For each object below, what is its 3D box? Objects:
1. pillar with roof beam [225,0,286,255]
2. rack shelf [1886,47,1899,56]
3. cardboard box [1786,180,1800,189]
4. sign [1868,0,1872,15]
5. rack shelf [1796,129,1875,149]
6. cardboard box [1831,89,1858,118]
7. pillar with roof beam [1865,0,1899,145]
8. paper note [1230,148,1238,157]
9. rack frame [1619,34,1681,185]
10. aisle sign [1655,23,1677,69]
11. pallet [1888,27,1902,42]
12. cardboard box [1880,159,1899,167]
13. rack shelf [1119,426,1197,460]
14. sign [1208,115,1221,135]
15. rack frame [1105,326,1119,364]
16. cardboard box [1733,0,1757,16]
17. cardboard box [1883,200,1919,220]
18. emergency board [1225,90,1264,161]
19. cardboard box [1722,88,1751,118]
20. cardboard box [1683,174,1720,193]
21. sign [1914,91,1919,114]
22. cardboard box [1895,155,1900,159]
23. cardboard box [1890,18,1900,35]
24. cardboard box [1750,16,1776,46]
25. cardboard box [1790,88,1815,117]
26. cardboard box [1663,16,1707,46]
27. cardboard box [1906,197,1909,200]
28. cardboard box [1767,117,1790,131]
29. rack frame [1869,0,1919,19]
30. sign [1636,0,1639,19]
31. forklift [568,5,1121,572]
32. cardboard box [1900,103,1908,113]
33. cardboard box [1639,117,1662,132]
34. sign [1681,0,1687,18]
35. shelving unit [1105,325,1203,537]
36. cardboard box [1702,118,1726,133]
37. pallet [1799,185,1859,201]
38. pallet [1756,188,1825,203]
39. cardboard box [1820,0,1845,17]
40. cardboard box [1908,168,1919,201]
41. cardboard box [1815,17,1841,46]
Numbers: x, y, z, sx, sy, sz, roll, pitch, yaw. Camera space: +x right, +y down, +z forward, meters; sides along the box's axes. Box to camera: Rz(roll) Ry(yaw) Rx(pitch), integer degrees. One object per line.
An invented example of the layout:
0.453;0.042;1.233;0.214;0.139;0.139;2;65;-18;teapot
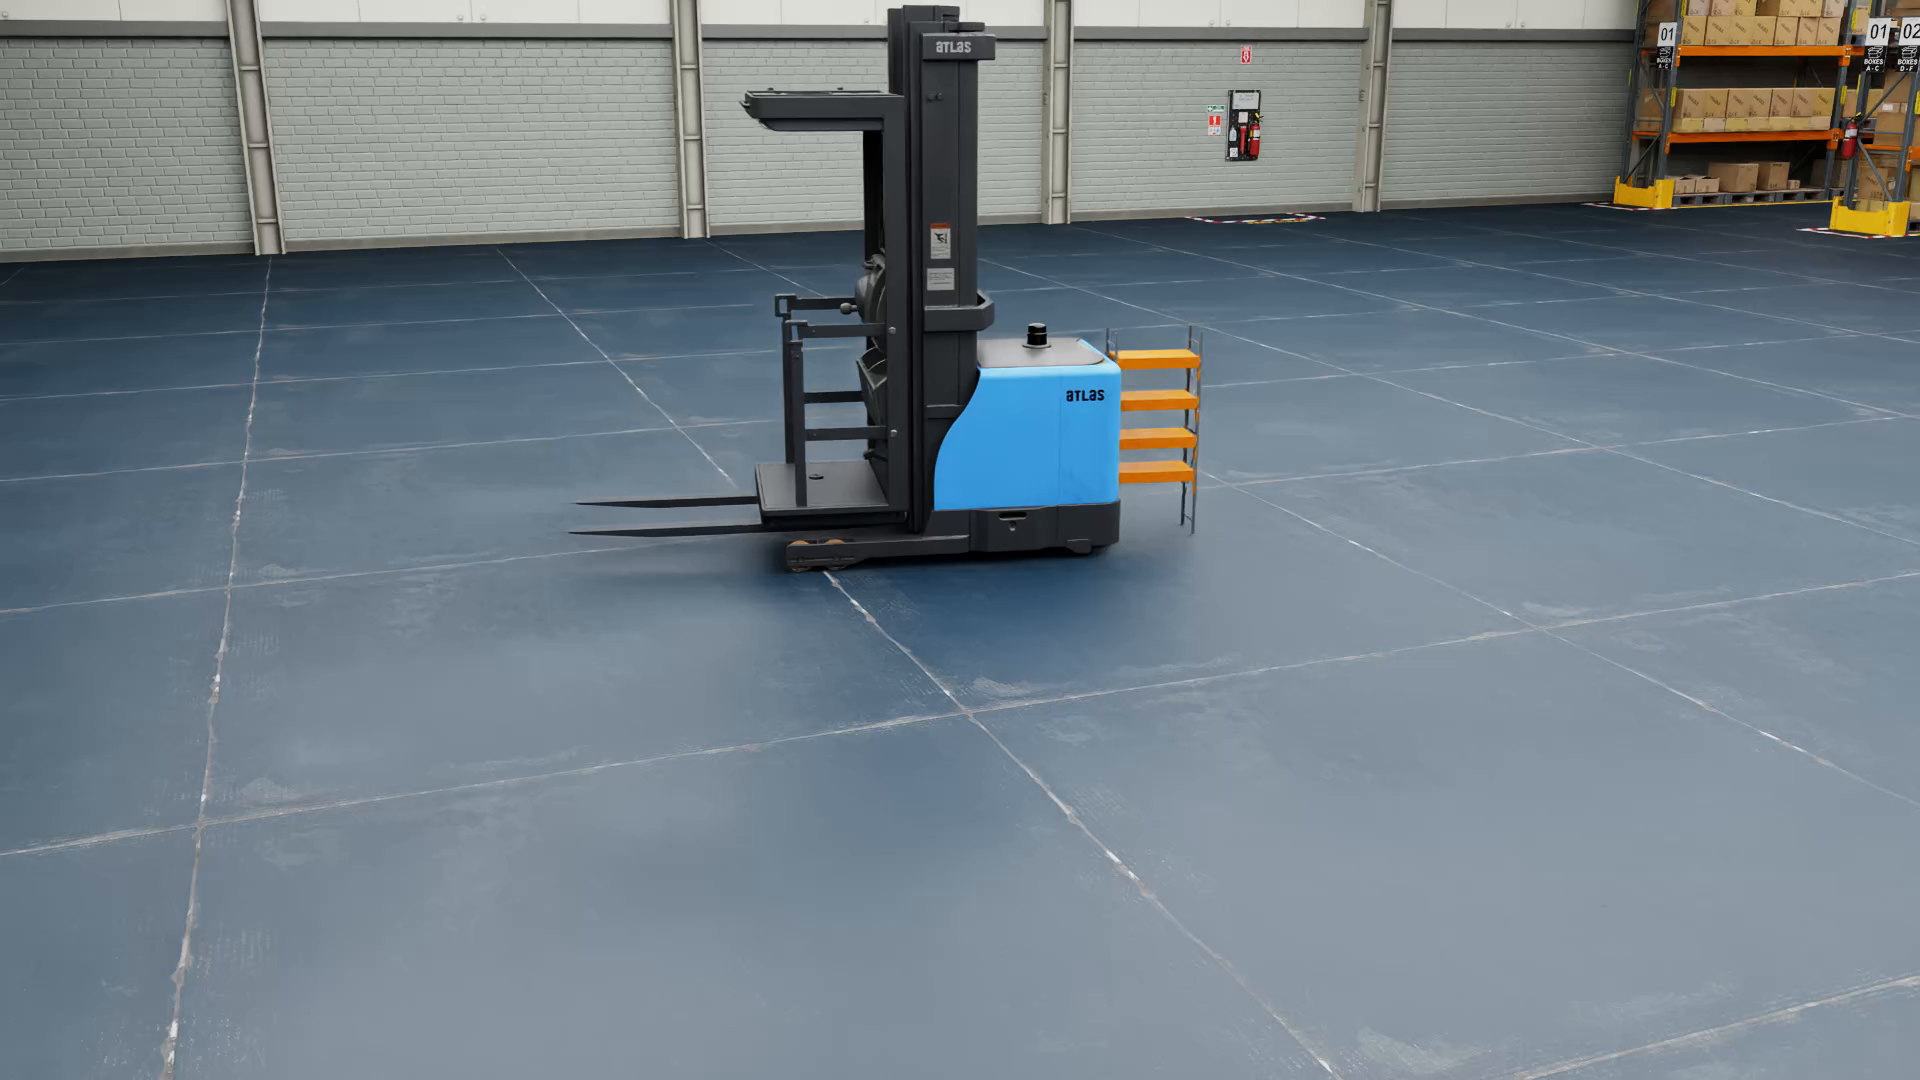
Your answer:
-8.093;-7.193;18.121;0.400;9.000;9.100;-6;17;-20;pillar with roof beam
16.077;-7.561;25.976;4.000;0.370;1.077;-6;17;-20;rack shelf
15.680;-6.762;31.548;0.250;0.166;0.380;-9;18;-27;cardboard box
14.029;-8.236;25.566;0.005;0.325;0.100;-6;17;-20;sign
18.037;-7.828;32.209;4.000;0.370;1.077;-6;17;-20;rack shelf
16.656;-8.273;31.490;0.500;0.500;0.700;-6;17;-20;cardboard box
19.921;-10.217;28.421;0.400;9.000;9.100;-6;17;-20;pillar with roof beam
4.664;-6.600;28.314;0.142;0.148;0.016;-6;17;-20;paper note
12.434;-7.569;30.048;0.127;3.000;1.000;-6;17;-20;rack frame
12.474;-8.730;29.388;0.004;0.787;0.394;-6;17;-20;aisle sign
14.879;-7.727;25.420;1.213;0.211;1.003;-6;17;-20;pallet
17.806;-7.168;32.341;0.500;0.500;0.700;-6;17;-19;cardboard box
1.098;-0.554;9.594;0.480;0.148;0.258;-2;17;-9;rack shelf
4.301;-7.011;28.087;0.234;0.329;0.001;-6;17;-20;sign
0.857;-0.609;9.538;0.015;1.200;0.240;-2;17;-9;rack frame
13.841;-9.612;29.695;0.500;0.500;0.500;-6;17;-19;cardboard box
14.790;-5.143;25.924;0.500;0.250;0.500;-6;17;-20;cardboard box
4.854;-7.023;28.189;0.643;1.169;0.194;-6;17;-20;emergency board
13.937;-7.933;30.188;0.500;0.500;0.500;-7;18;-22;cardboard box
13.644;-6.593;30.718;0.500;0.311;0.500;-5;17;-15;cardboard box
14.403;-6.572;24.979;0.005;0.325;0.100;-6;17;-20;sign
18.217;-7.566;32.365;0.500;0.250;0.500;-6;17;-20;cardboard box
17.283;-9.666;31.280;0.500;0.311;0.500;-6;17;-18;cardboard box
14.326;-9.191;30.037;0.500;0.500;0.500;-5;17;-17;cardboard box
15.374;-8.088;30.718;0.500;0.500;0.500;-6;17;-20;cardboard box
12.836;-9.033;29.499;0.500;0.500;0.500;-6;17;-19;cardboard box
15.067;-5.333;26.571;0.500;0.250;0.500;-6;17;-20;cardboard box
14.903;-7.679;30.655;0.500;0.250;0.500;-6;17;-20;cardboard box
14.210;-9.144;24.766;0.127;3.000;1.000;-6;17;-20;rack frame
12.254;-9.581;30.005;0.005;0.325;0.100;-6;17;-20;sign
-0.668;-1.393;9.141;3.031;2.935;1.130;-3;17;-9;forklift
14.653;-6.608;25.447;0.250;0.149;0.380;-6;18;-20;cardboard box
12.801;-7.604;30.401;0.500;0.250;0.500;-6;17;-19;cardboard box
12.628;-9.284;29.016;0.005;0.325;0.100;-6;17;-20;sign
1.099;-0.619;9.575;0.503;1.200;0.258;-2;17;-9;shelving unit
13.483;-7.528;30.141;0.500;0.250;0.500;-7;18;-22;cardboard box
16.895;-6.713;32.083;1.213;0.211;1.003;-6;17;-20;pallet
15.554;-6.557;31.552;1.213;0.211;1.003;-6;17;-20;pallet
15.798;-9.827;30.426;0.500;0.500;0.500;-8;18;-25;cardboard box
15.256;-5.554;25.992;0.500;0.500;0.500;-6;17;-20;cardboard box
15.783;-9.352;30.586;0.500;0.500;0.500;-6;17;-19;cardboard box
